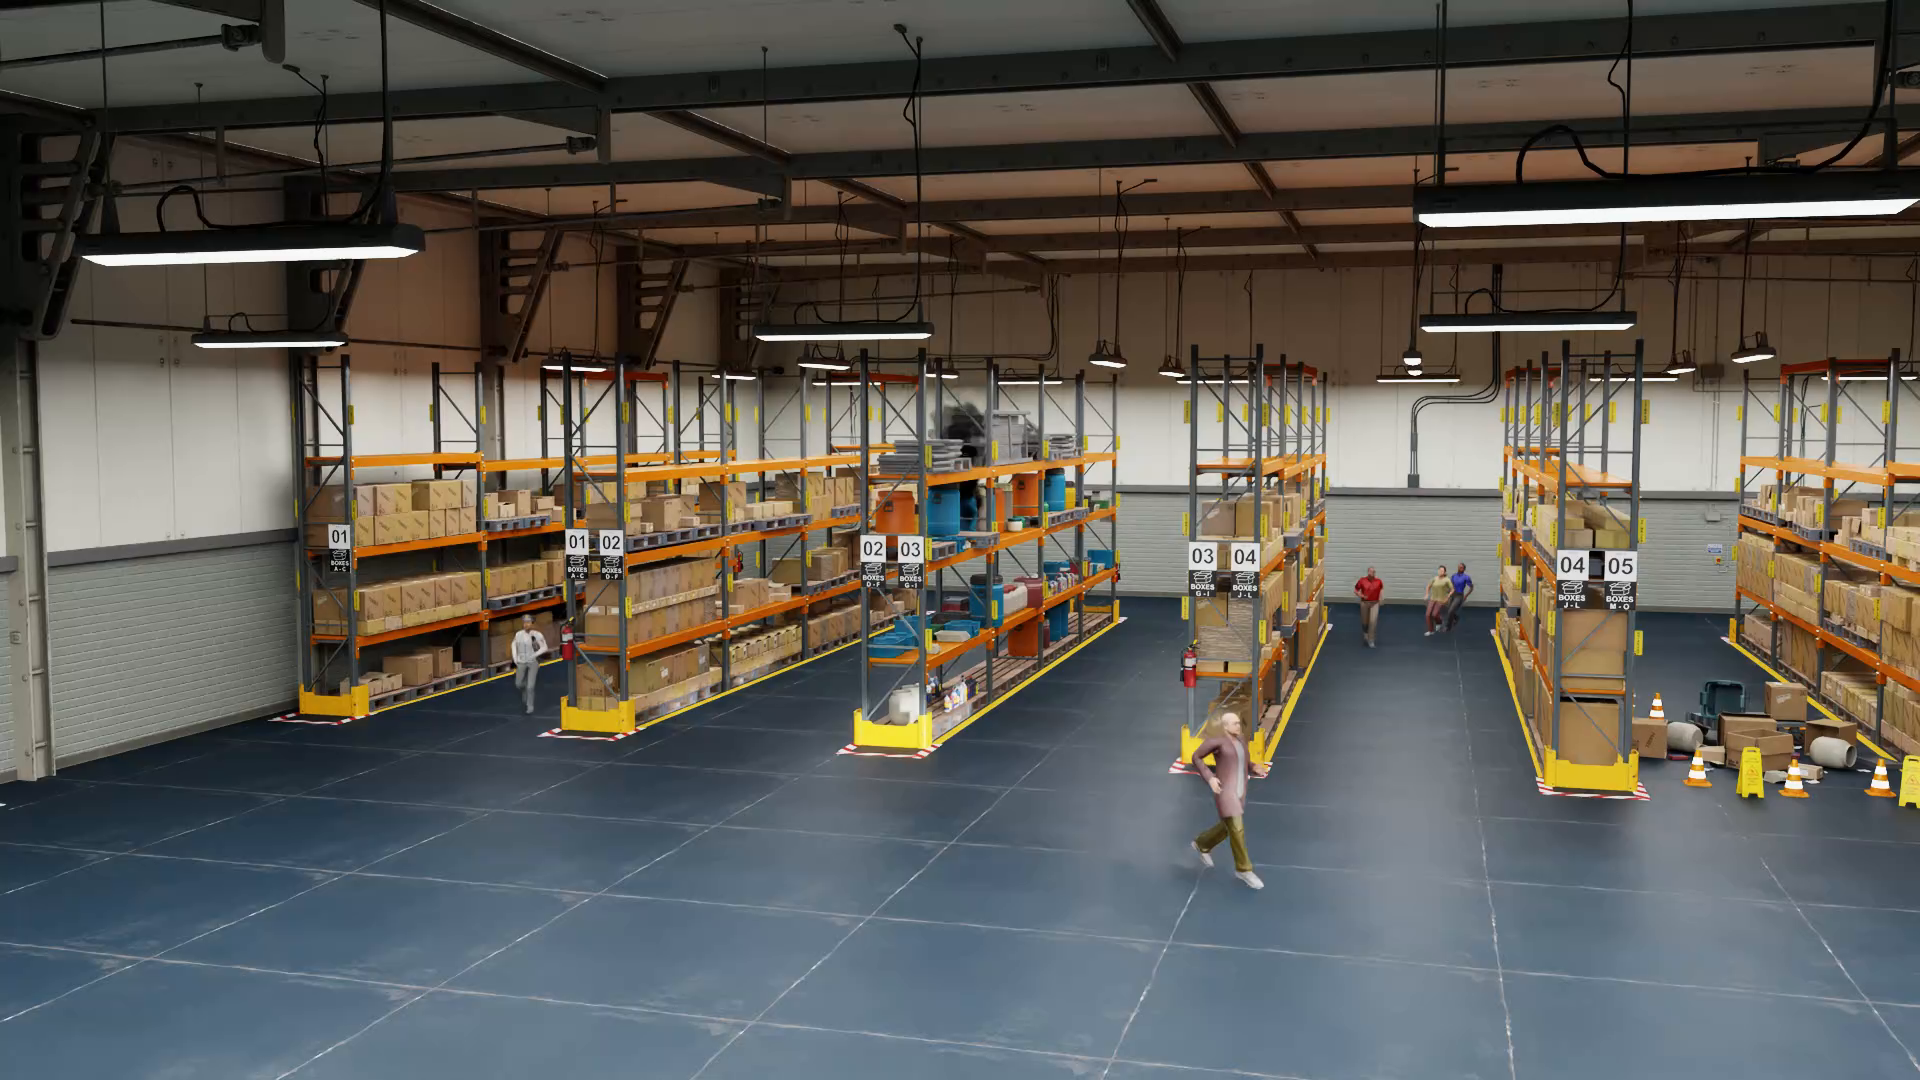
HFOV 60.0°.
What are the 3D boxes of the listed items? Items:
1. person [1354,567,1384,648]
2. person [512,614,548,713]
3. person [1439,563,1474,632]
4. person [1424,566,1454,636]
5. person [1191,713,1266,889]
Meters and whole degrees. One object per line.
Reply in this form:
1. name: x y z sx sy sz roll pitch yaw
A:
1. person: 8.890 1.446 36.139 0.652 1.736 0.860 1 4 7
2. person: -7.281 2.077 28.049 0.645 1.667 0.558 0 4 3
3. person: 11.508 1.328 38.378 0.753 1.597 0.633 -4 6 -40
4. person: 10.873 1.379 37.741 0.623 1.611 0.552 4 6 43
5. person: 2.892 2.757 17.928 0.703 1.805 1.041 -4 6 -44
